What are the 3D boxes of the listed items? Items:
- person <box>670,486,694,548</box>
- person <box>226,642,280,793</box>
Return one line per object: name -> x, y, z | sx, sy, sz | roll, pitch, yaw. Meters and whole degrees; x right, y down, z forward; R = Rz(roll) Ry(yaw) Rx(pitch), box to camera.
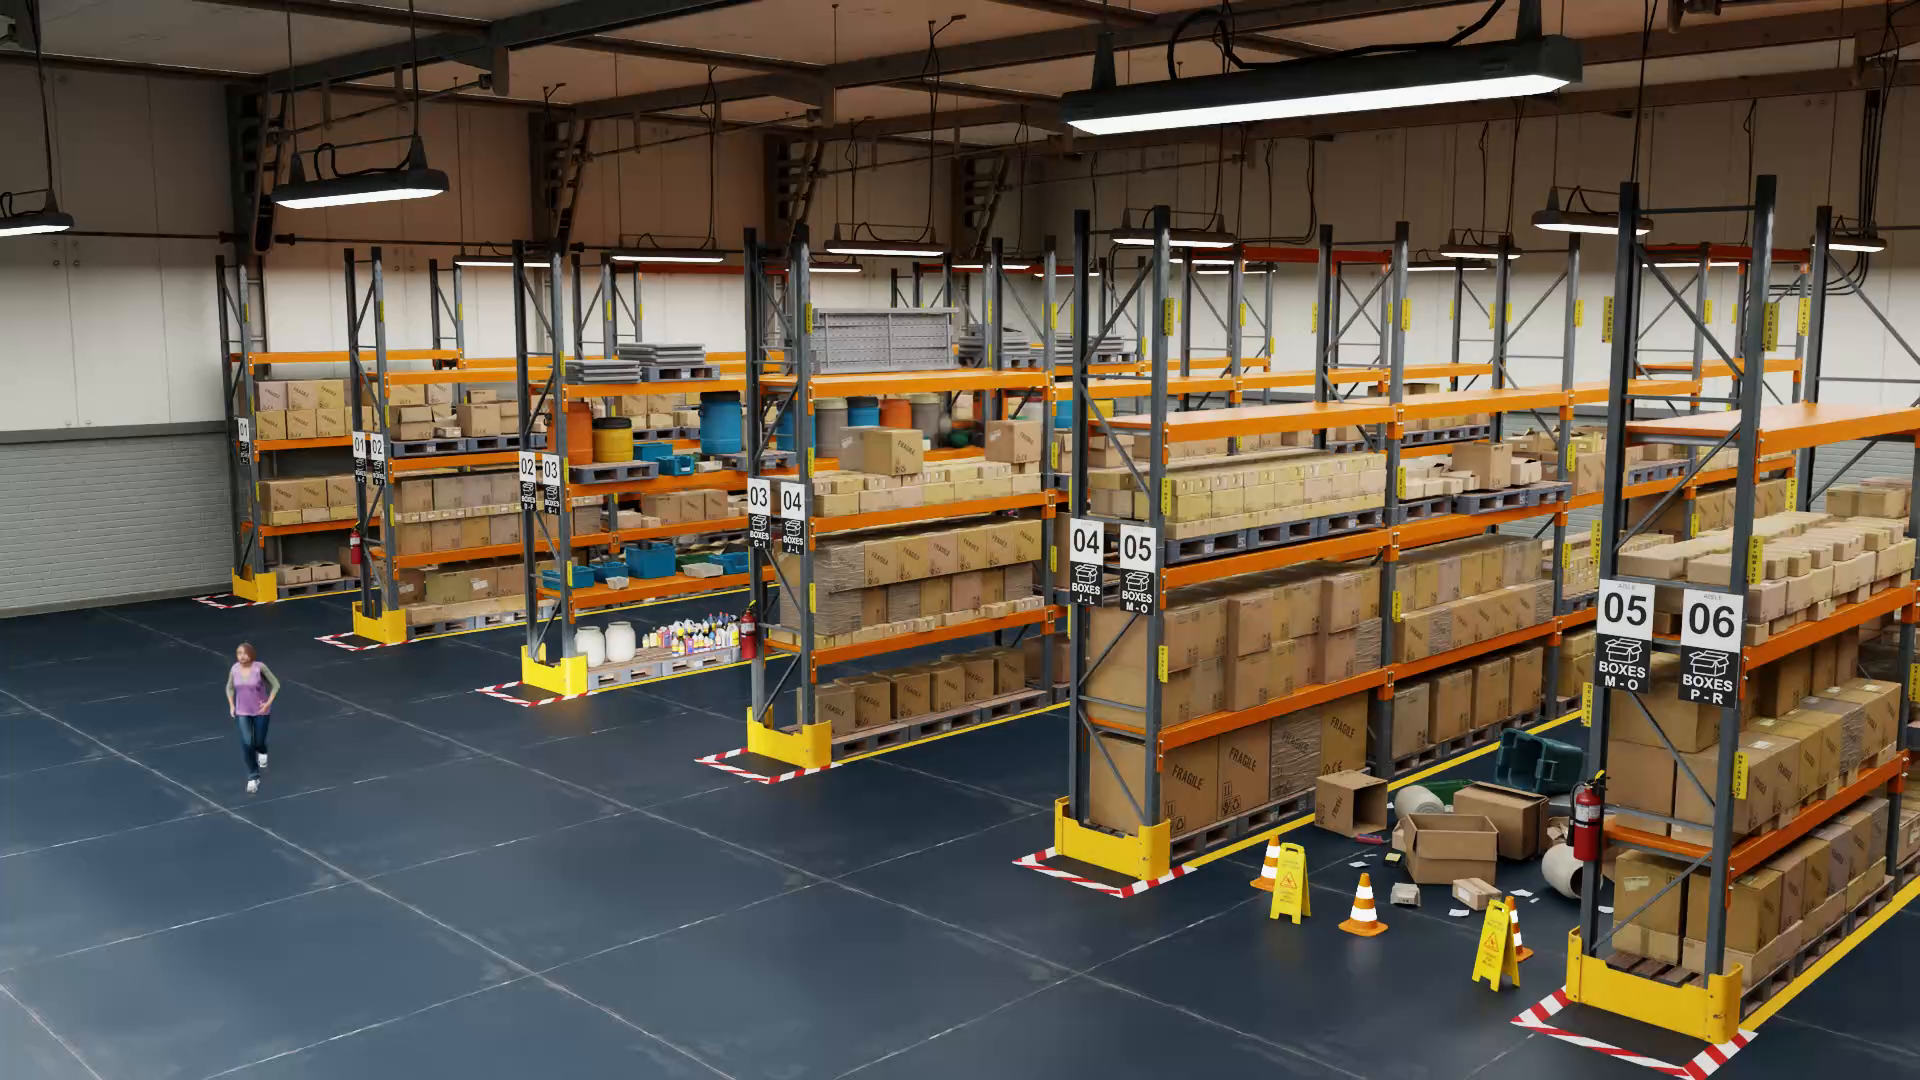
person -> -5.228, -0.186, 31.758 | 0.711, 1.769, 0.899 | 7, 11, 41
person -> -7.599, 1.869, 17.920 | 0.555, 1.599, 0.650 | -1, 8, -9
